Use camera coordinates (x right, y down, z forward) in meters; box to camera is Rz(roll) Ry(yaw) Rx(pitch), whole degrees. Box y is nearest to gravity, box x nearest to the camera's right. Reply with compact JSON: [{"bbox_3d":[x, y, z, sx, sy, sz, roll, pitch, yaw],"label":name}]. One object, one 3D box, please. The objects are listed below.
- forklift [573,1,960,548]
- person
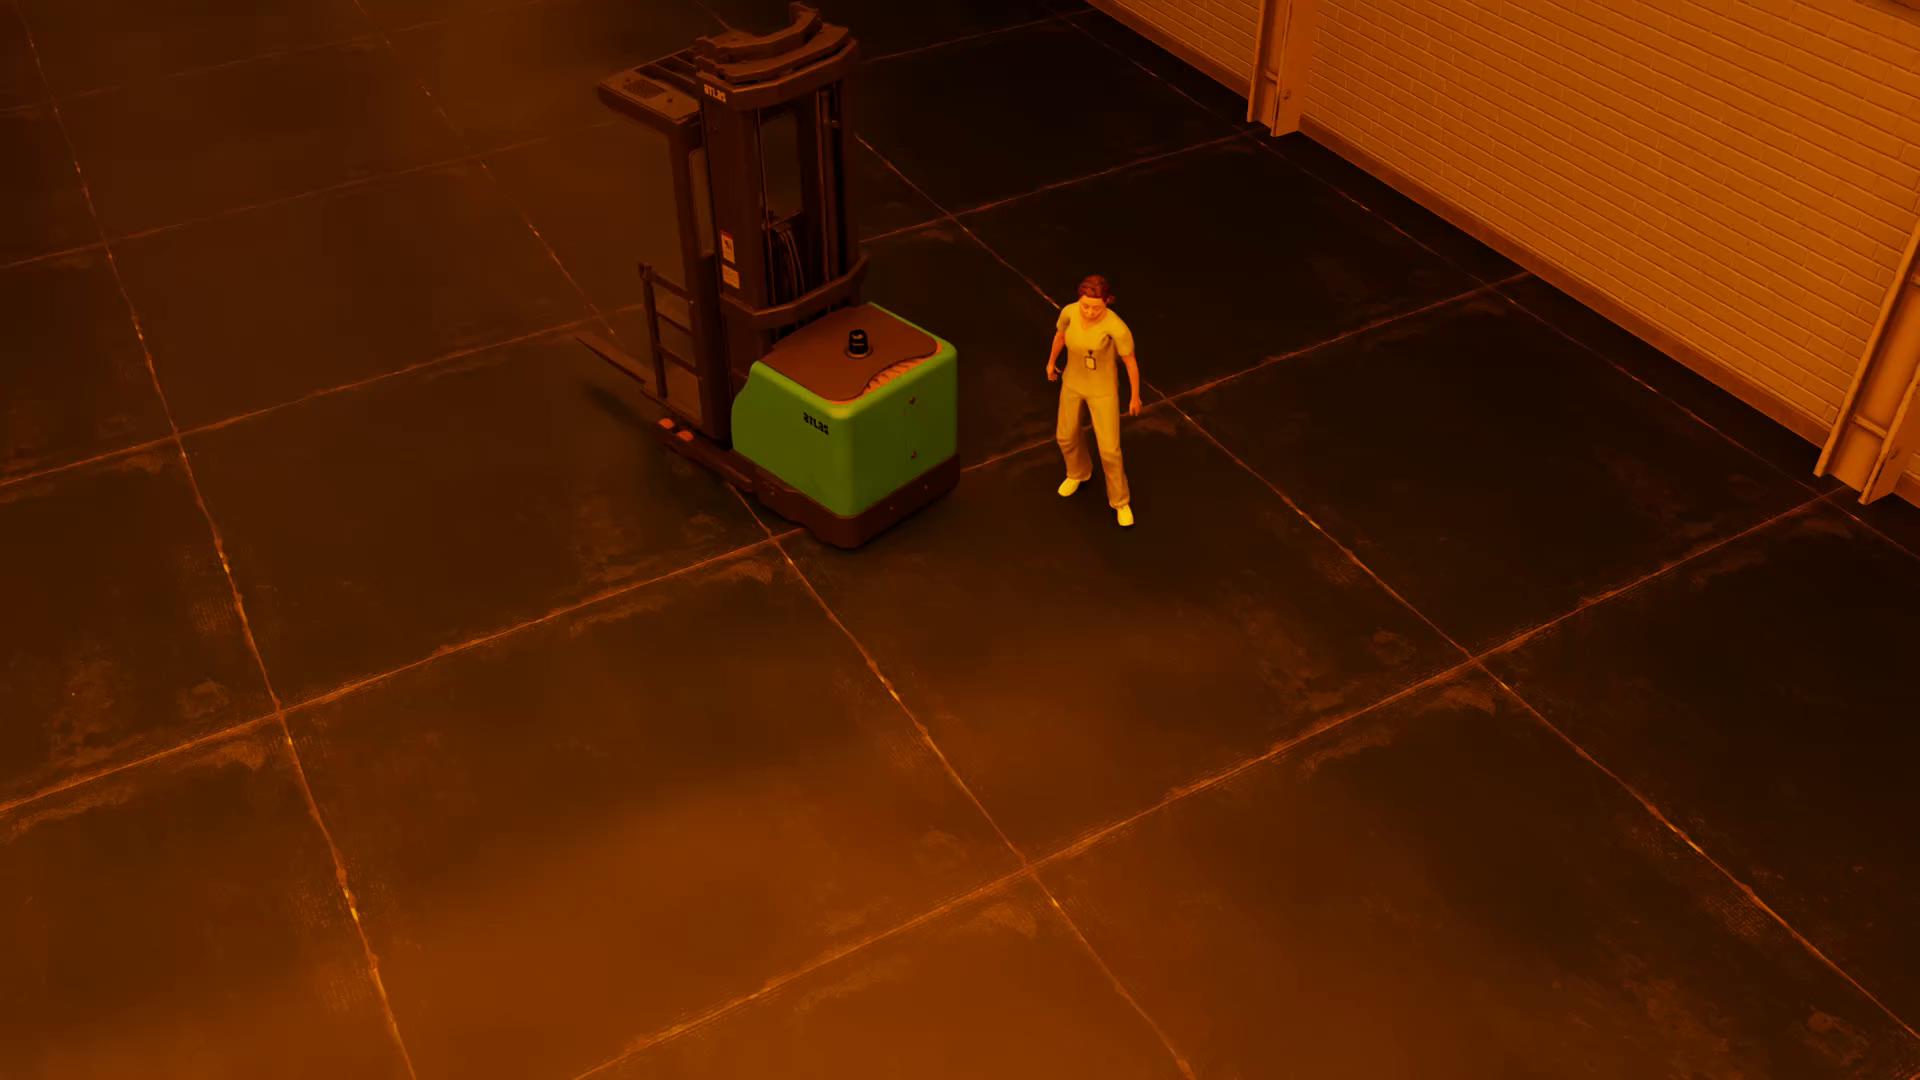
[{"bbox_3d":[-1.412,-1.903,10.330,3.031,2.935,1.130,31,49,32],"label":"forklift"},{"bbox_3d":[0.836,-0.919,10.162,0.780,1.646,0.376,23,45,25],"label":"person"}]
